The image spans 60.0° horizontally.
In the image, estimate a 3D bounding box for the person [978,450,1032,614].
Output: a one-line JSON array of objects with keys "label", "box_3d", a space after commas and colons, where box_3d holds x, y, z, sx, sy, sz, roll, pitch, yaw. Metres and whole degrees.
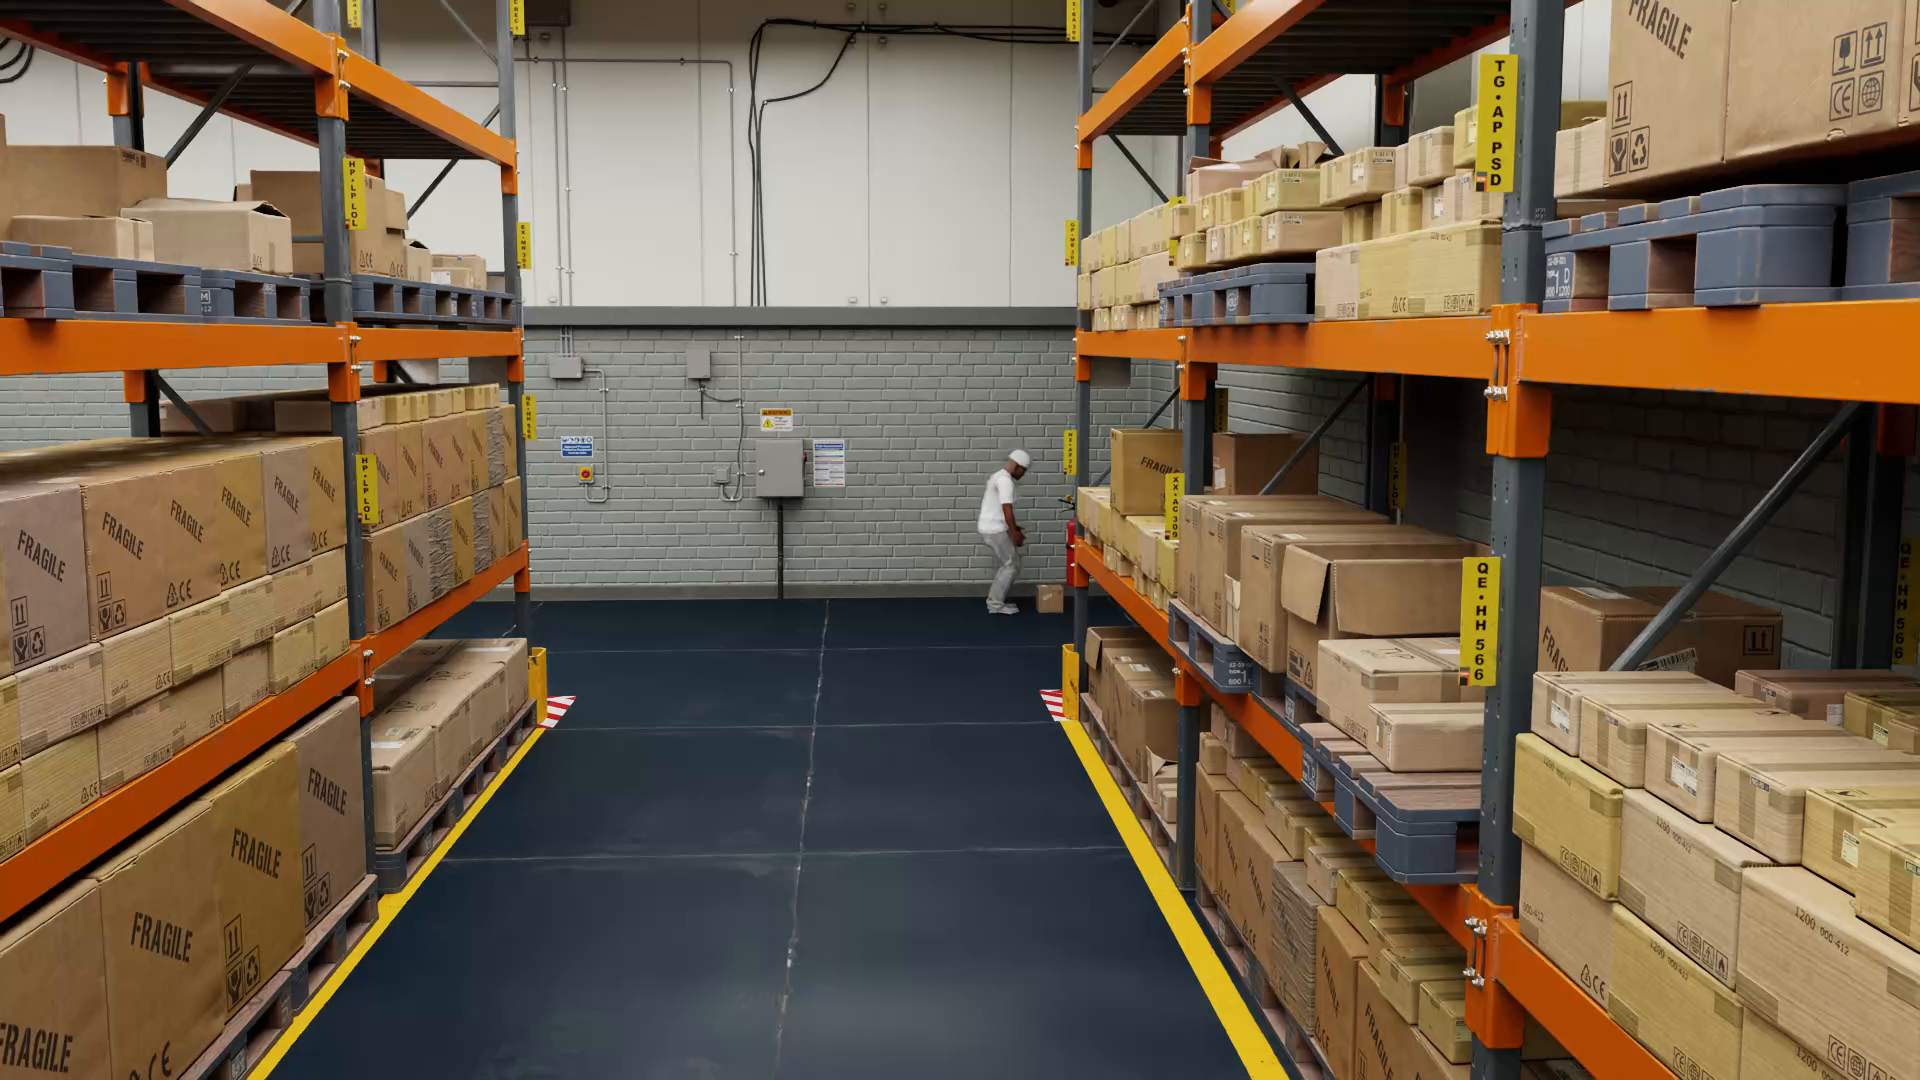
[{"label": "person", "box_3d": [0.457, -0.093, 16.916, 0.554, 1.651, 0.610, 0, 7, -2]}]
